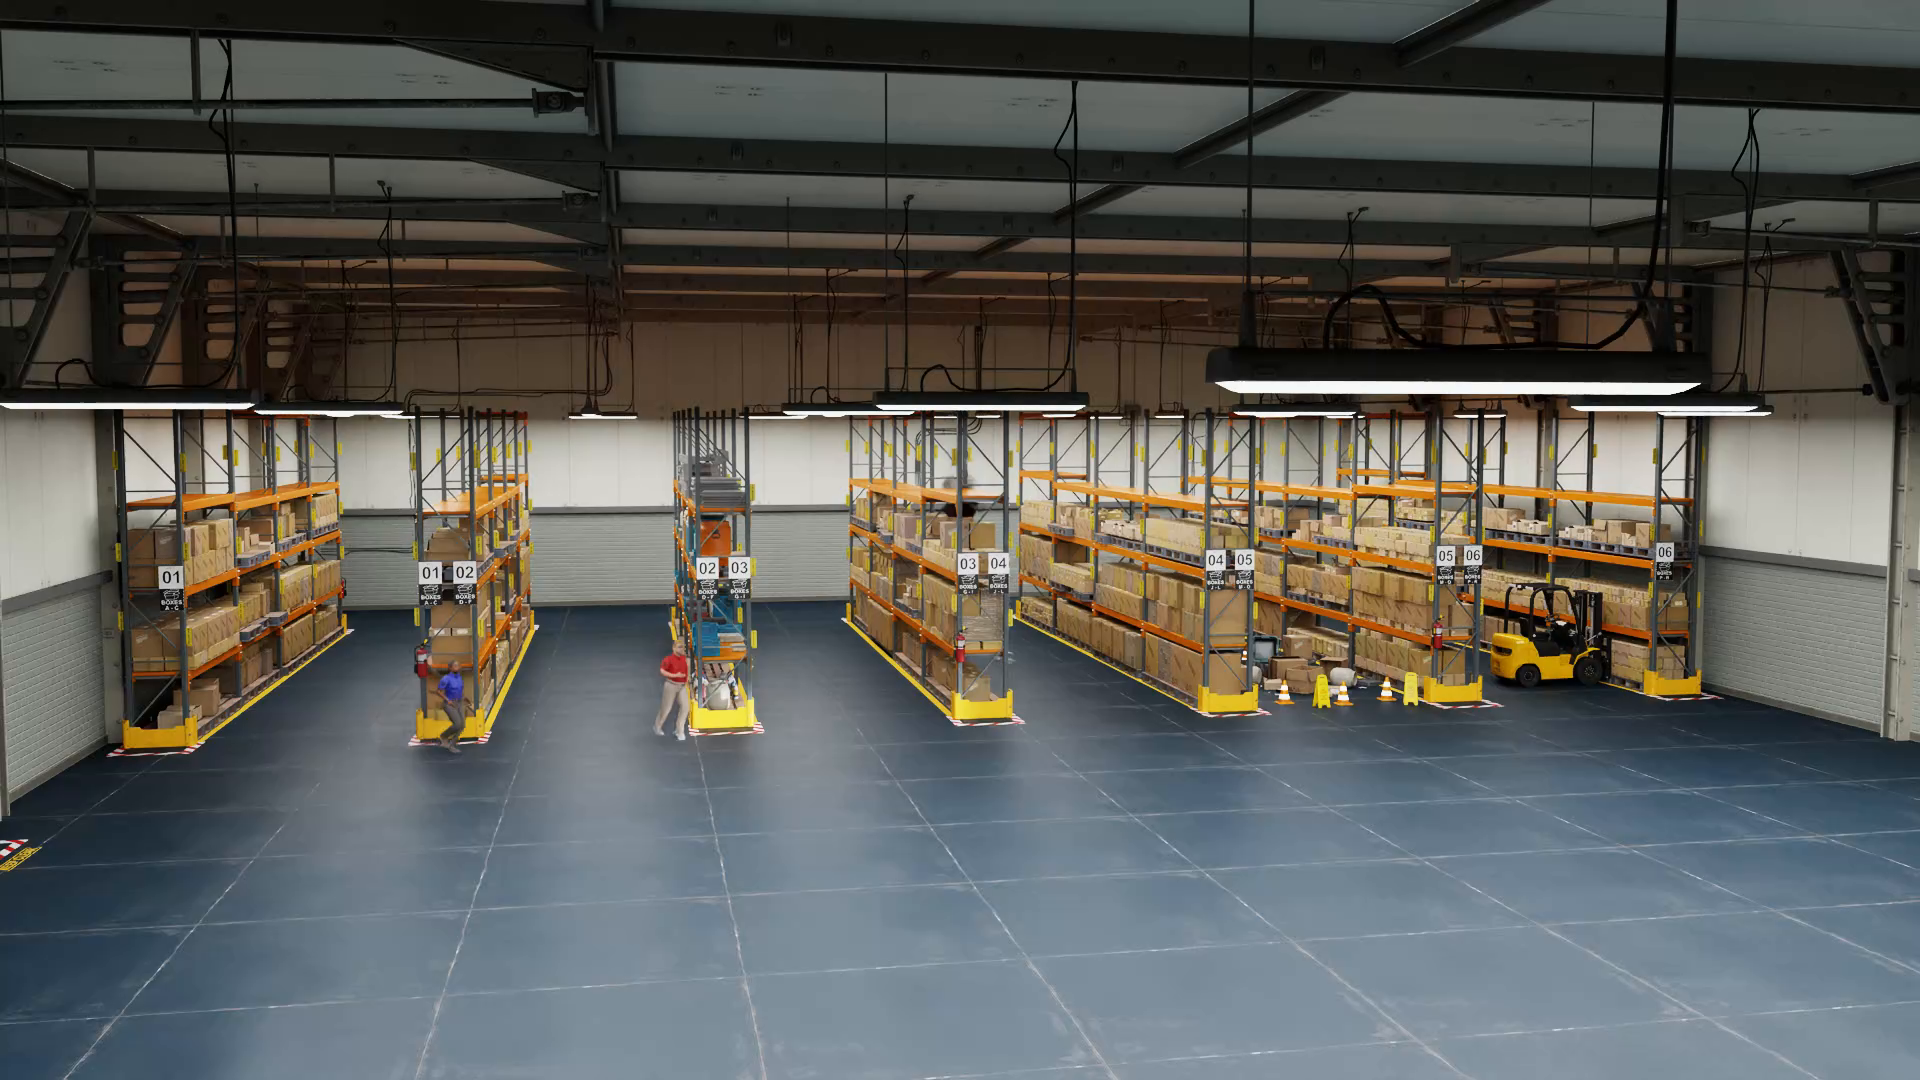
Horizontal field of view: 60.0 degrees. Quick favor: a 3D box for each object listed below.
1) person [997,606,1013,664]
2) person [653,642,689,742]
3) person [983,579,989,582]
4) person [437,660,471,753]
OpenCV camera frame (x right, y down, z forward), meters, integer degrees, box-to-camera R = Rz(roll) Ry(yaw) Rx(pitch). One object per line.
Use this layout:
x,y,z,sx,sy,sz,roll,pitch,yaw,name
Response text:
1.021,2.097,39.531,0.531,1.621,0.805,-2,4,-20,person
-5.160,2.723,30.117,0.793,1.768,0.688,4,6,42,person
0.520,1.428,47.855,0.751,1.744,0.918,1,4,19,person
-8.755,2.889,28.791,0.525,1.608,0.545,2,4,23,person
